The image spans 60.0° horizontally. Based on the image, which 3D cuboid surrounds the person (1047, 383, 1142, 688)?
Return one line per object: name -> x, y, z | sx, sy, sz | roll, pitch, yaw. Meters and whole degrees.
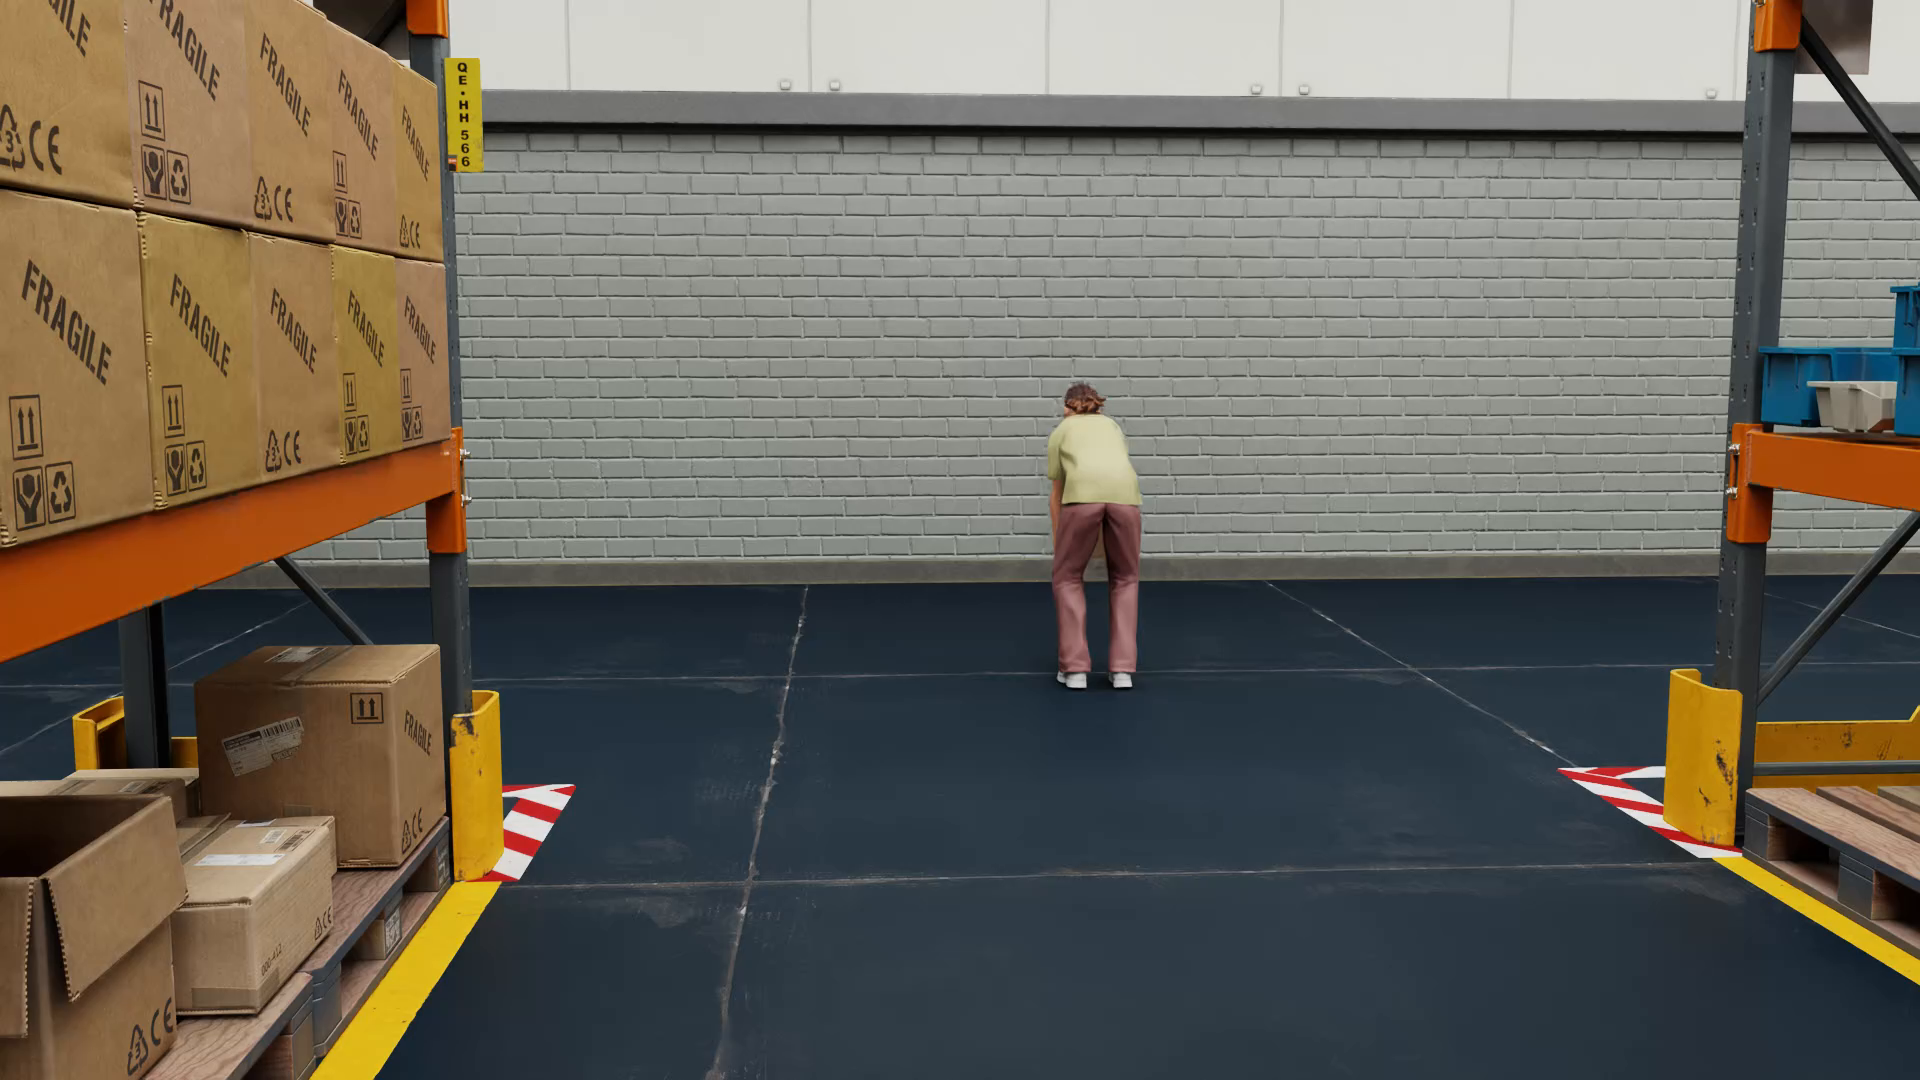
person -> 0.615, -0.036, 7.798 | 0.406, 1.380, 0.777 | -1, 7, -5
